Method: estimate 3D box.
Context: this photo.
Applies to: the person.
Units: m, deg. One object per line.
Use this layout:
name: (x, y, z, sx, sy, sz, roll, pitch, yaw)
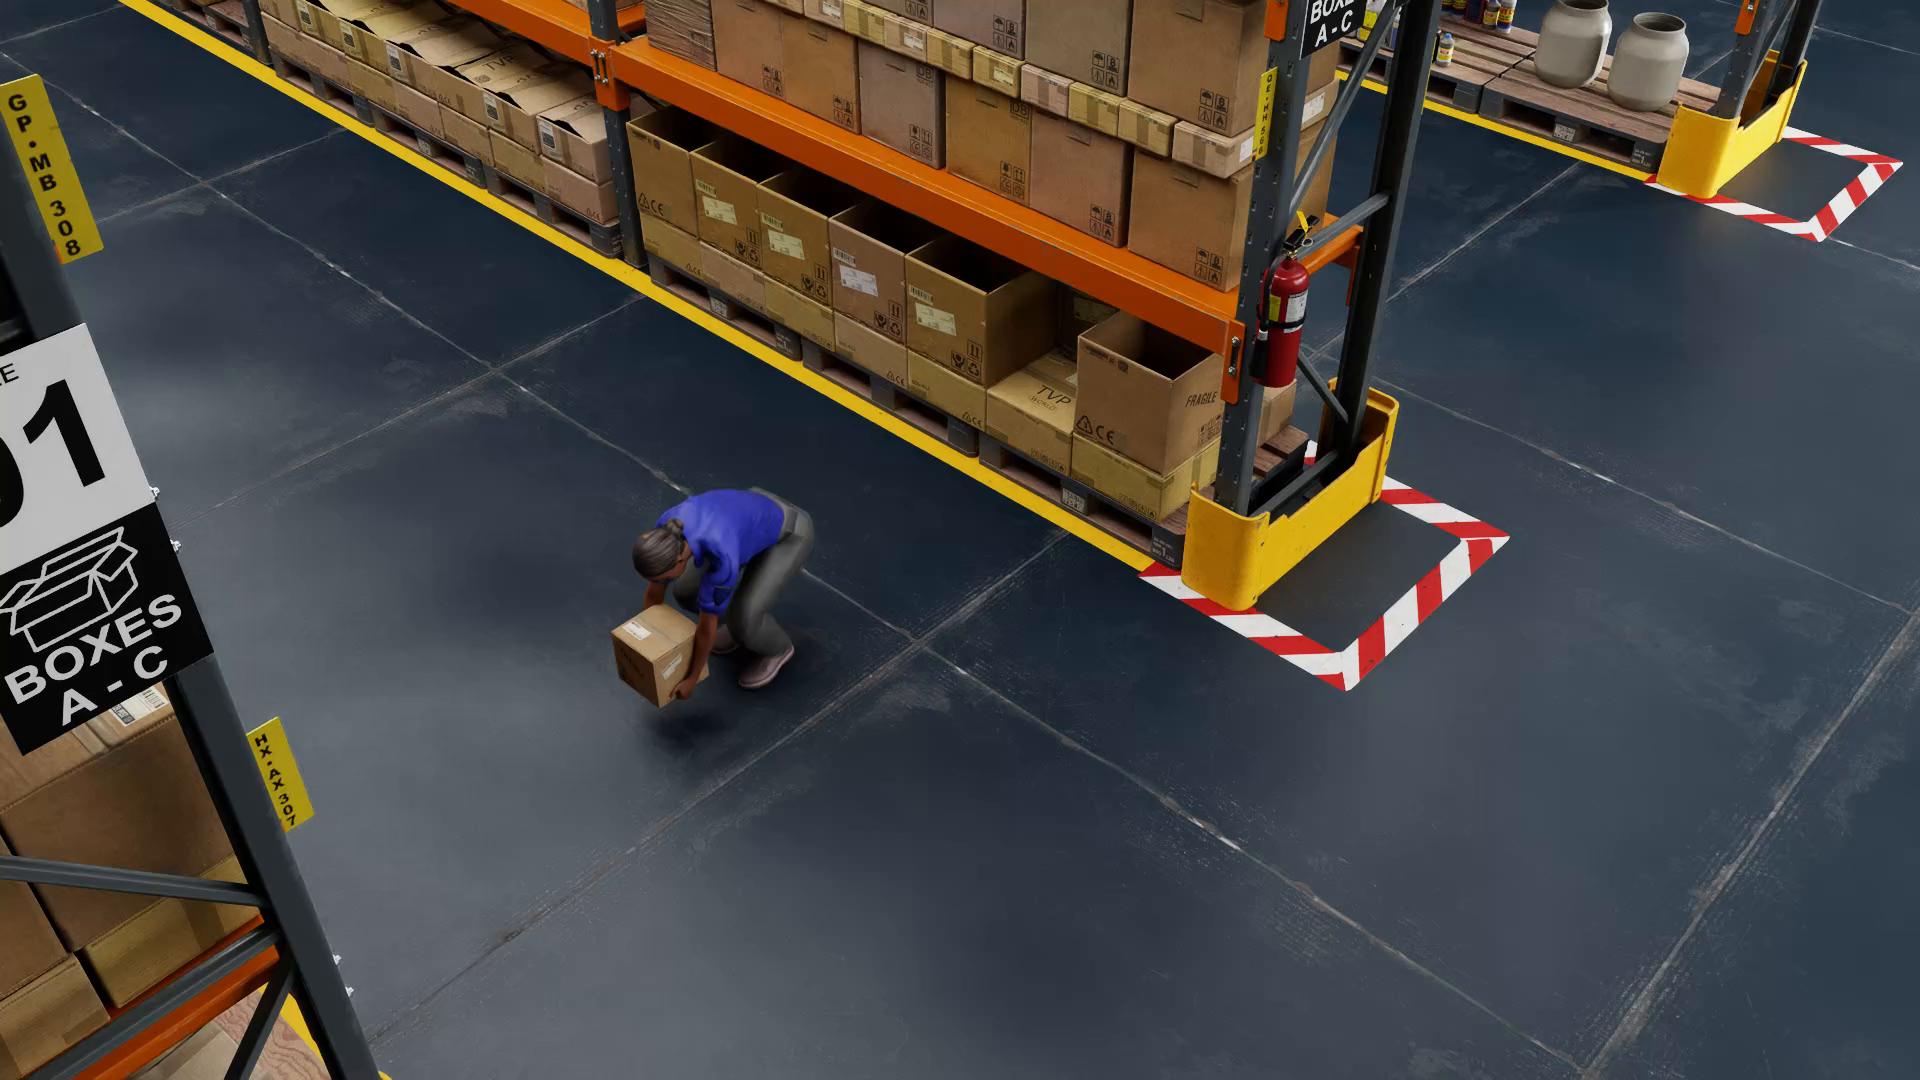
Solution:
person: (-0.936, 0.172, 6.521, 0.454, 0.941, 0.856, 29, 47, 30)
